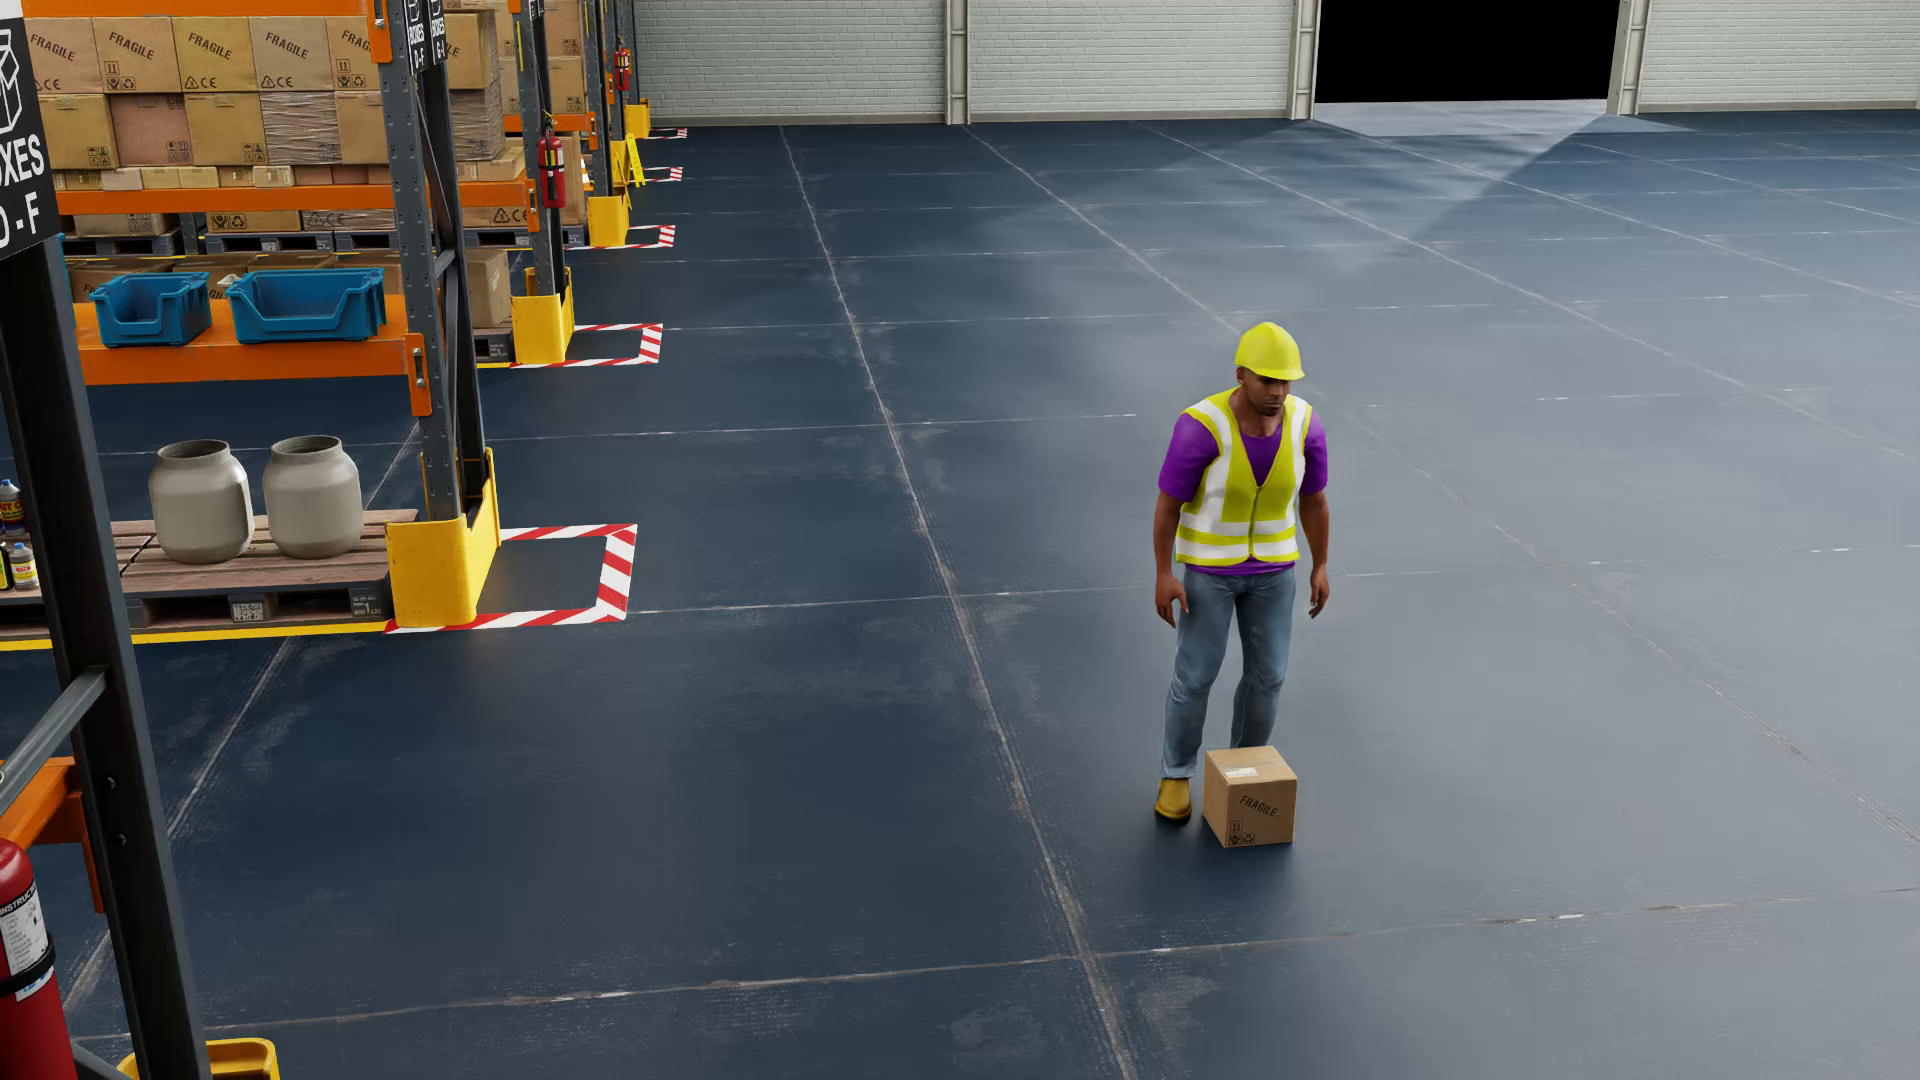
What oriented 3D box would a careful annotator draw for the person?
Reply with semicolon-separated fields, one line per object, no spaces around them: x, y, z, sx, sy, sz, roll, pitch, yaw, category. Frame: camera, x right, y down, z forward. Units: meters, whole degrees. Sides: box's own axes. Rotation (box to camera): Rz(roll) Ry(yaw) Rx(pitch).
0.973;0.108;5.747;0.637;1.761;0.456;-4;20;-10;person
